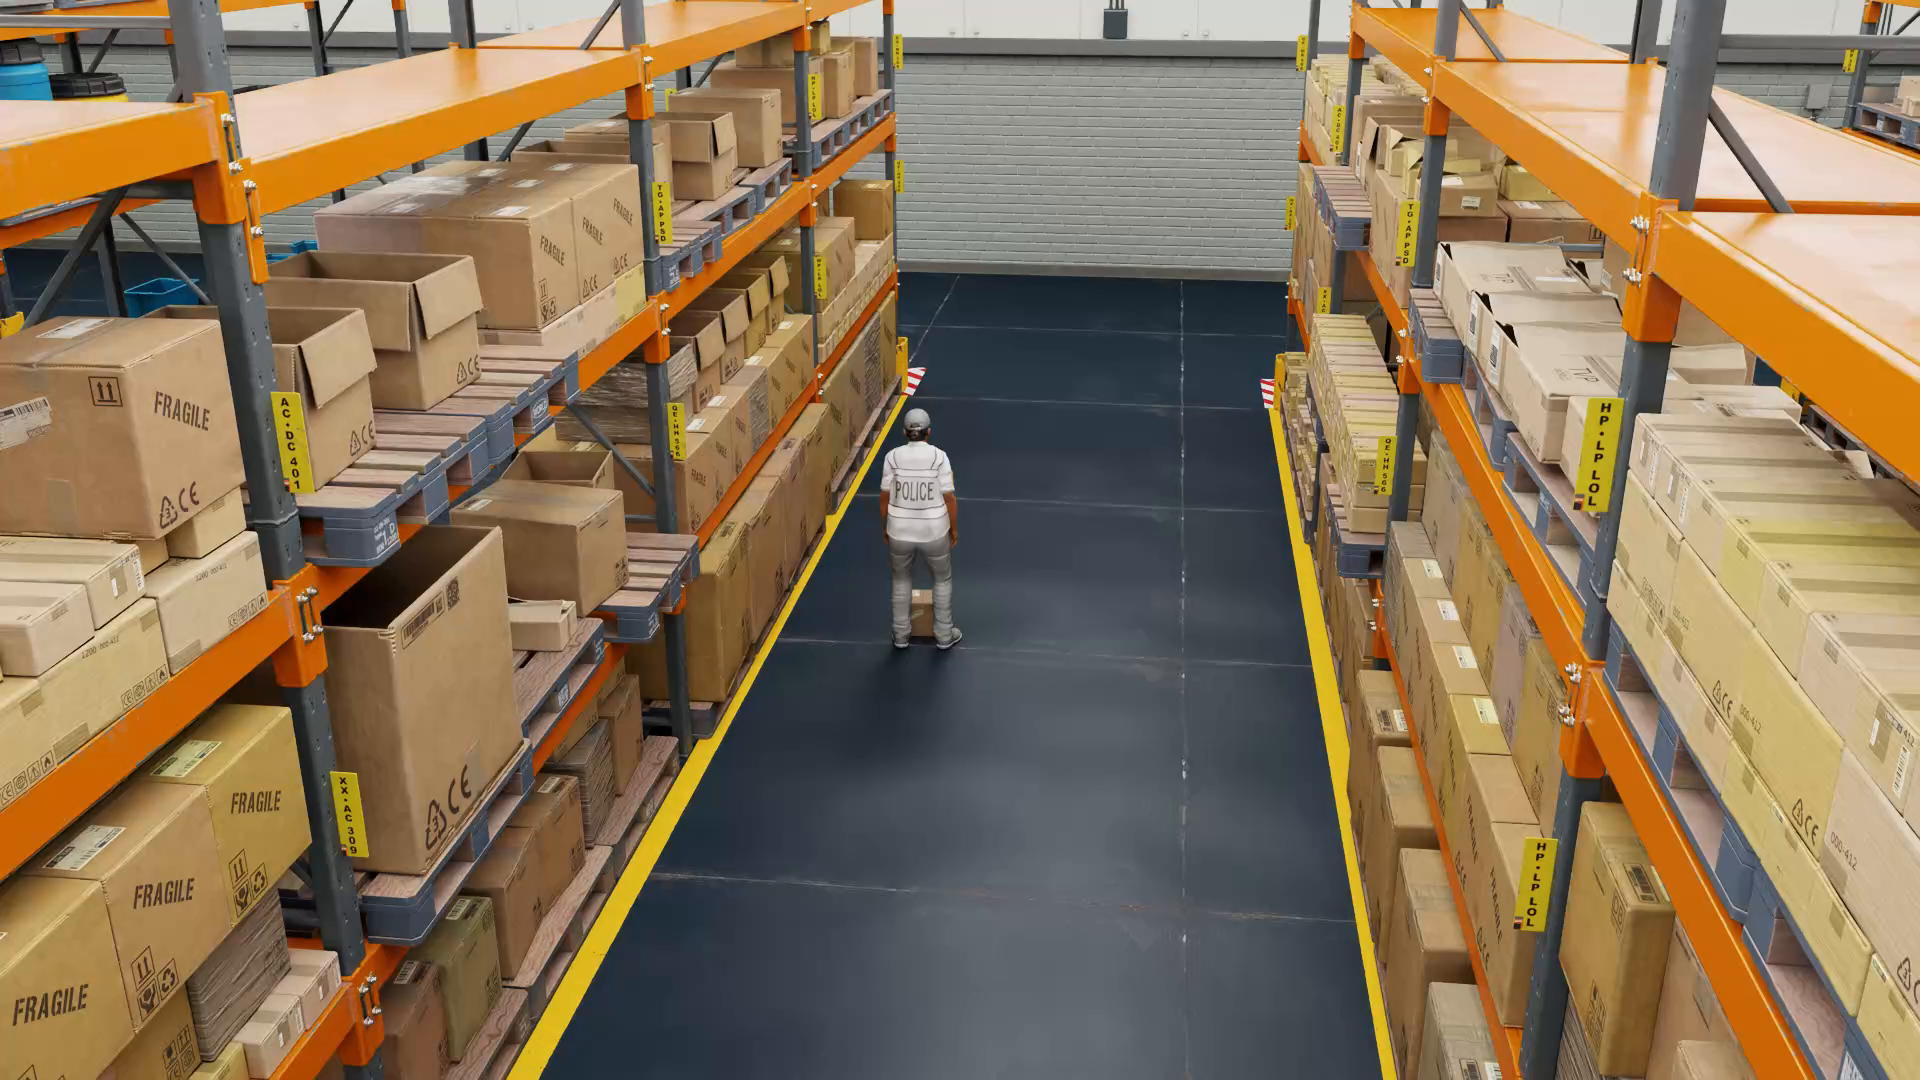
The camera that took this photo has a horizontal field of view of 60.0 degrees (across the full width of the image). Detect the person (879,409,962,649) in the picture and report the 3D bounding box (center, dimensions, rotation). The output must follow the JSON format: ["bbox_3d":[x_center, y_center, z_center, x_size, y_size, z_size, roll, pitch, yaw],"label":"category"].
[{"bbox_3d":[-0.267,-0.066,11.245,0.539,1.666,0.466,3,21,7],"label":"person"}]
